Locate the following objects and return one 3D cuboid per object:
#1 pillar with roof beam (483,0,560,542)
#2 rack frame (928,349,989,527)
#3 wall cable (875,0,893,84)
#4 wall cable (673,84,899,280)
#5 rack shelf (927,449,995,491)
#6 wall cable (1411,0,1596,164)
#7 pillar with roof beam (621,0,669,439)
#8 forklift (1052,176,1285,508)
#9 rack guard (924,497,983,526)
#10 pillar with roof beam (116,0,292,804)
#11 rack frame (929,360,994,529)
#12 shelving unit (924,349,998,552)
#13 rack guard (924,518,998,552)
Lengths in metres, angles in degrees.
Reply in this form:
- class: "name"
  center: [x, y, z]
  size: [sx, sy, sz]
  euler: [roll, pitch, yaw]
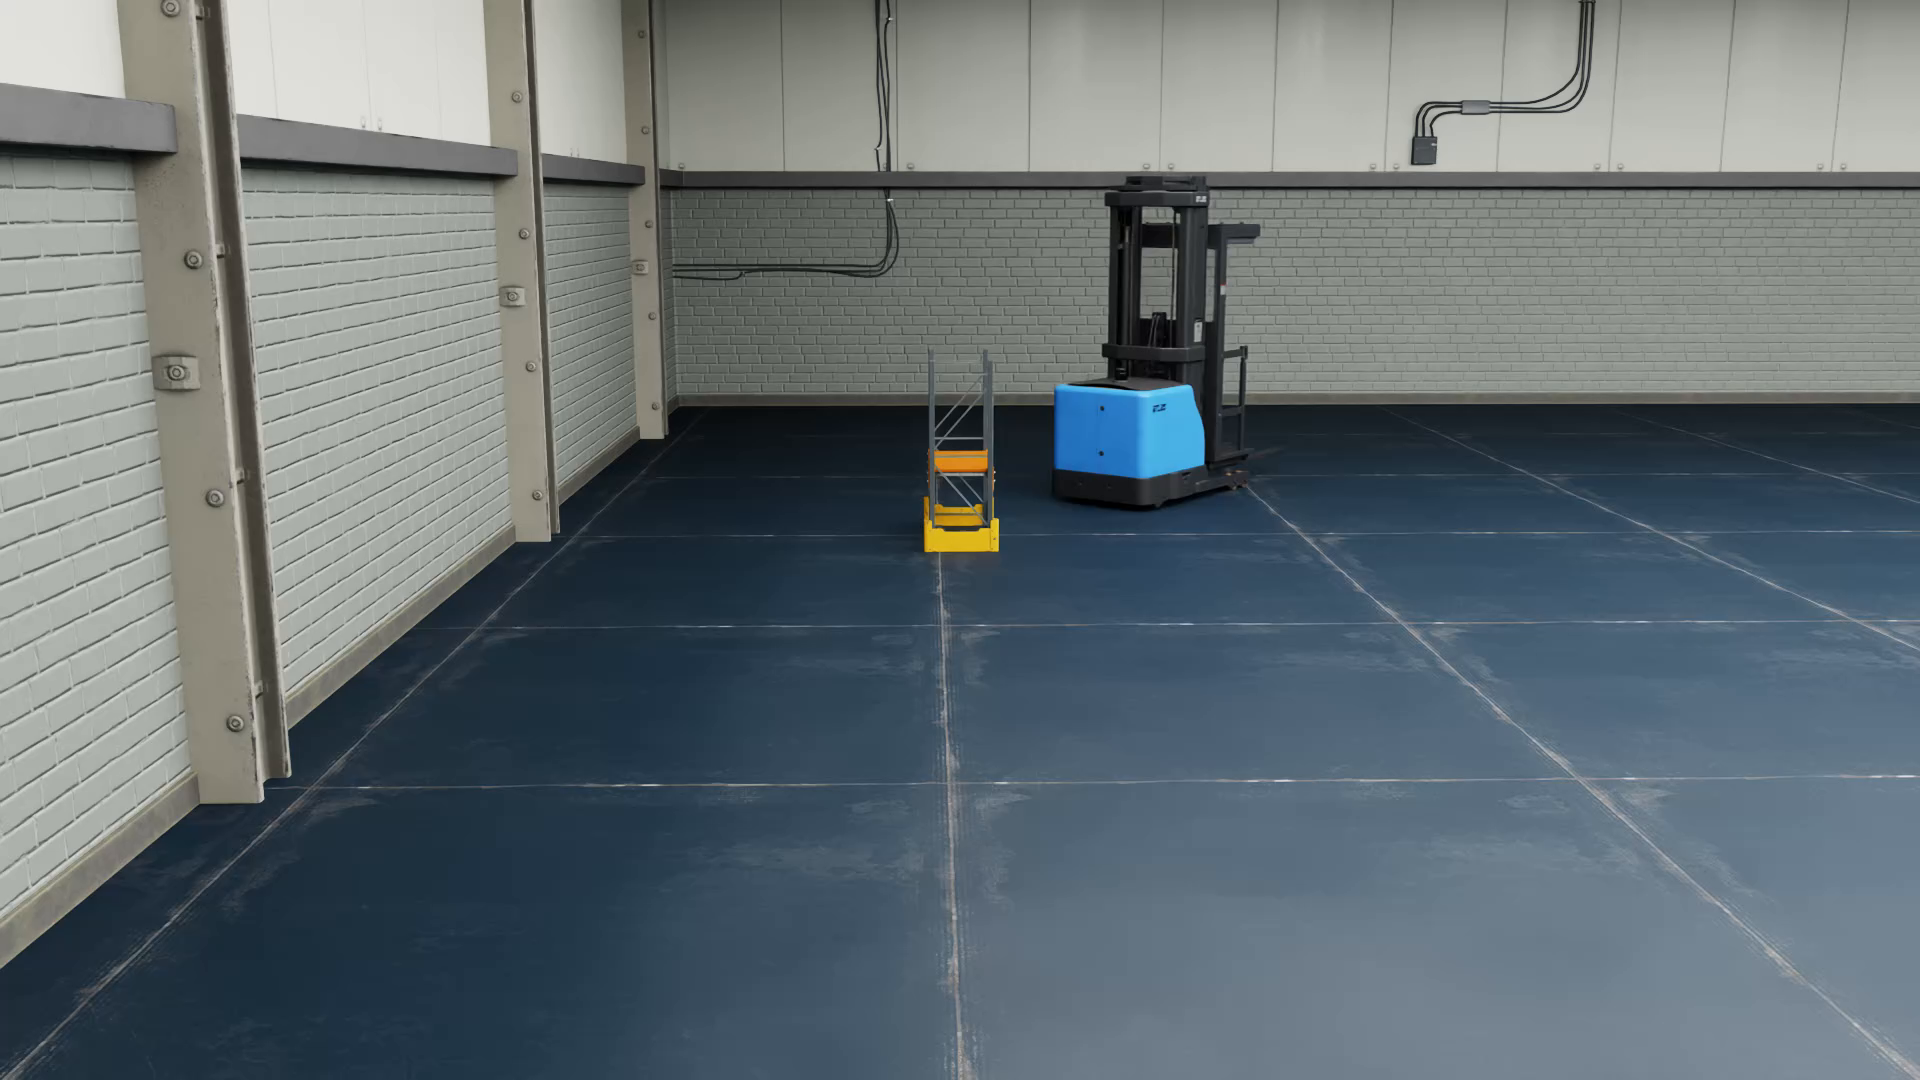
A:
- class: "pillar with roof beam"
  center: [0.814, -4.454, 12.882]
  size: [9.100, 9.000, 0.400]
  euler: [0, 11, -1]
- class: "rack frame"
  center: [-0.012, -0.853, 13.992]
  size: [0.500, 1.500, 0.032]
  euler: [0, 11, -1]
- class: "wall cable"
  center: [0.352, -7.185, 21.448]
  size: [3.097, 2.526, 0.112]
  euler: [0, 11, -1]
- class: "wall cable"
  center: [-2.353, -4.699, 21.895]
  size: [3.097, 2.526, 0.112]
  euler: [0, 11, -1]
- class: "rack shelf"
  center: [-0.002, -0.576, 13.529]
  size: [0.538, 0.185, 1.000]
  euler: [0, 11, -1]
- class: "wall cable"
  center: [7.139, -7.923, 21.425]
  size: [2.305, 6.003, 0.169]
  euler: [0, 11, -1]
- class: "pillar with roof beam"
  center: [0.690, -5.647, 18.761]
  size: [9.100, 9.000, 0.400]
  euler: [0, 11, -1]
- class: "forklift"
  center: [2.144, -1.965, 15.871]
  size: [1.130, 2.935, 3.031]
  euler: [9, 14, 37]
- class: "rack guard"
  center: [-0.012, -0.237, 14.097]
  size: [0.587, 0.250, 0.087]
  euler: [0, 11, -1]
- class: "pillar with roof beam"
  center: [0.938, -3.262, 7.003]
  size: [9.100, 9.000, 0.400]
  euler: [0, 11, -1]
- class: "rack frame"
  center: [0.009, -0.651, 12.995]
  size: [0.500, 1.500, 0.032]
  euler: [0, 11, -1]
- class: "shelving unit"
  center: [-0.002, -0.750, 13.485]
  size: [0.587, 1.500, 1.083]
  euler: [0, 11, -1]
- class: "rack guard"
  center: [0.009, -0.039, 13.121]
  size: [0.587, 0.250, 0.087]
  euler: [0, 11, -1]
